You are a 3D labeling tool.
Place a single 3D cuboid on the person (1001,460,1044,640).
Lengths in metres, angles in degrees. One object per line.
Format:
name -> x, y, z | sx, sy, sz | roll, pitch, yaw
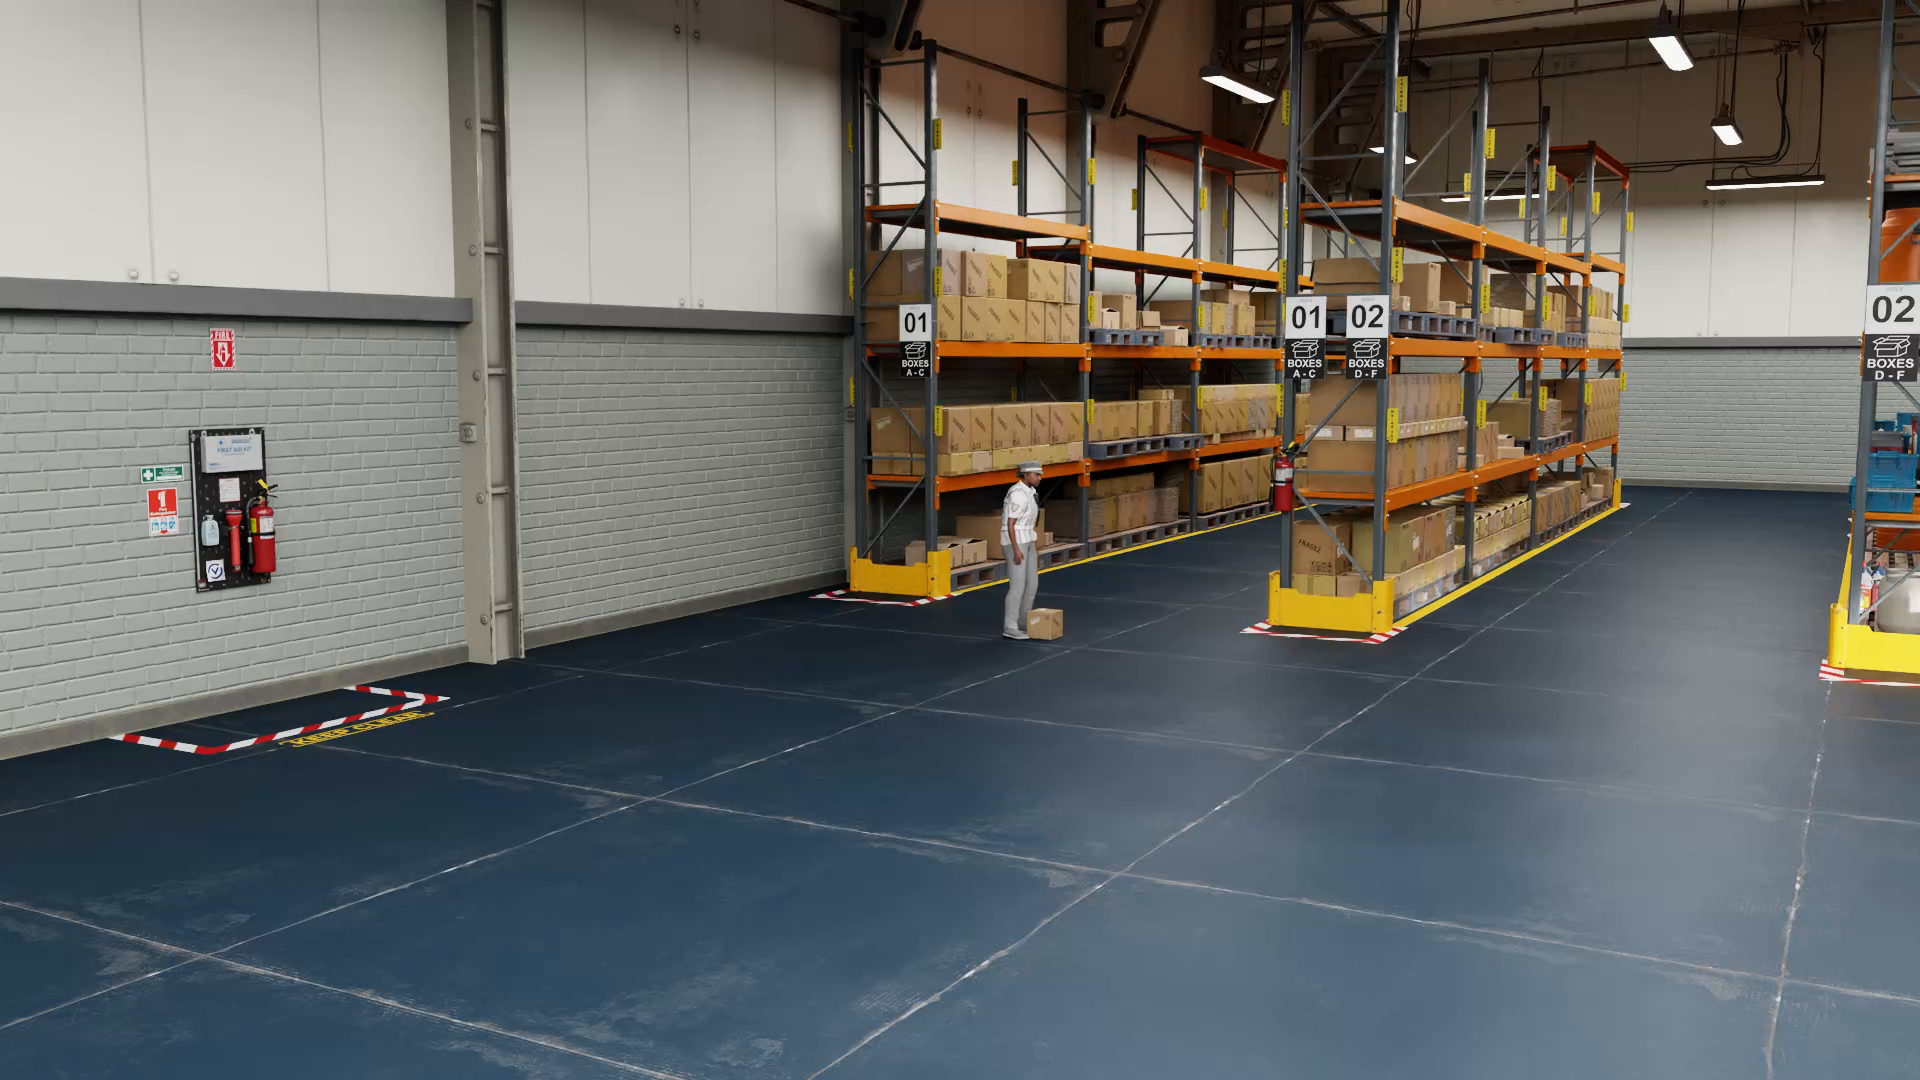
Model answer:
person -> 0.589, 0.075, 15.645 | 0.391, 1.664, 0.532 | 3, 7, 25
